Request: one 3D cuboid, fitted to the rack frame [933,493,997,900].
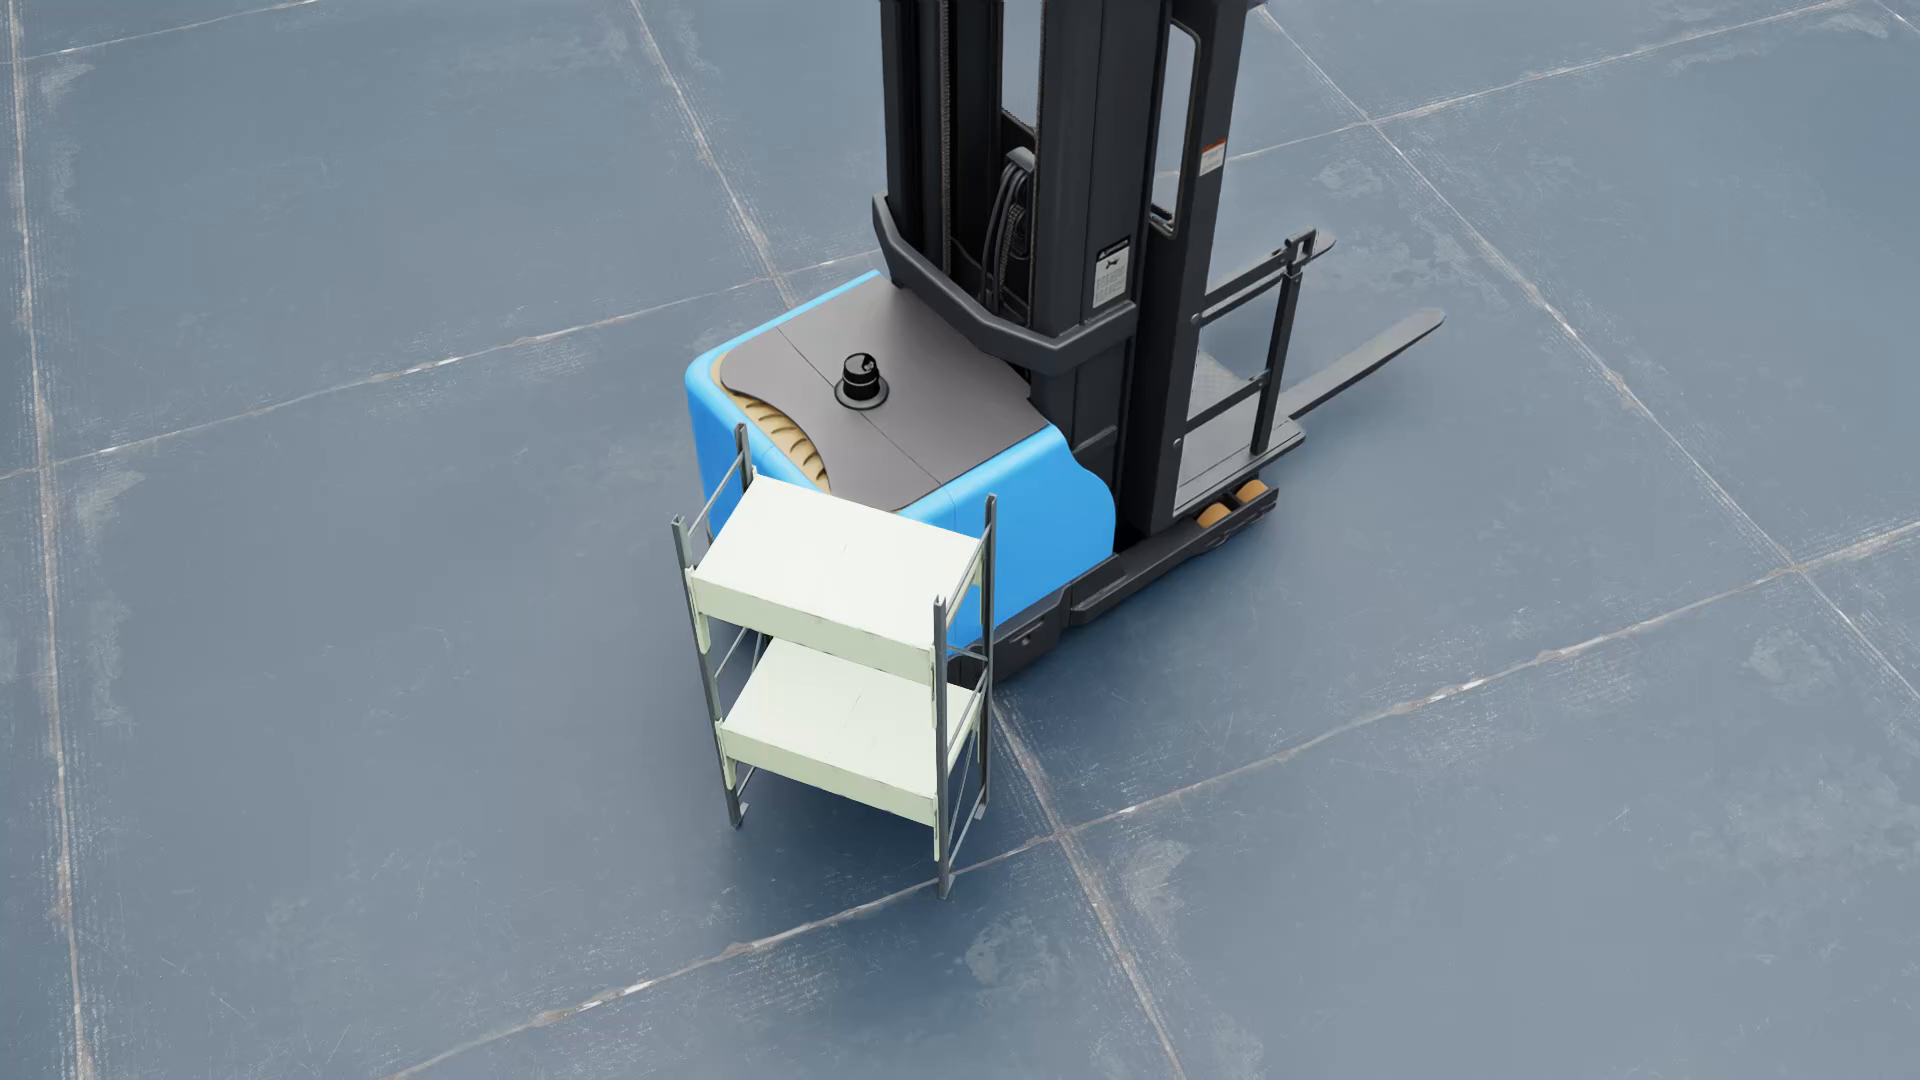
[{"bbox_3d":[0.015,0.509,4.824,0.023,1.500,0.400,17,51,14],"label":"rack frame"}]

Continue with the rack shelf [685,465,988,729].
[{"bbox_3d":[-0.326,0.154,4.615,0.720,0.370,0.431,17,51,14],"label":"rack shelf"}]

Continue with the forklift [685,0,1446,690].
[{"bbox_3d":[0.575,-1.218,5.364,3.031,2.935,1.130,-31,56,-24],"label":"forklift"}]

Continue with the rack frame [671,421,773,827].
[{"bbox_3d":[-0.667,0.307,4.998,0.023,1.500,0.400,17,51,14],"label":"rack frame"}]

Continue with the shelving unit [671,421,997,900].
[{"bbox_3d":[-0.326,0.408,4.911,0.755,1.500,0.431,17,51,14],"label":"shelving unit"}]

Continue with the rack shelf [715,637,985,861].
[{"bbox_3d":[-0.326,0.620,5.159,0.720,0.370,0.431,17,51,14],"label":"rack shelf"}]
